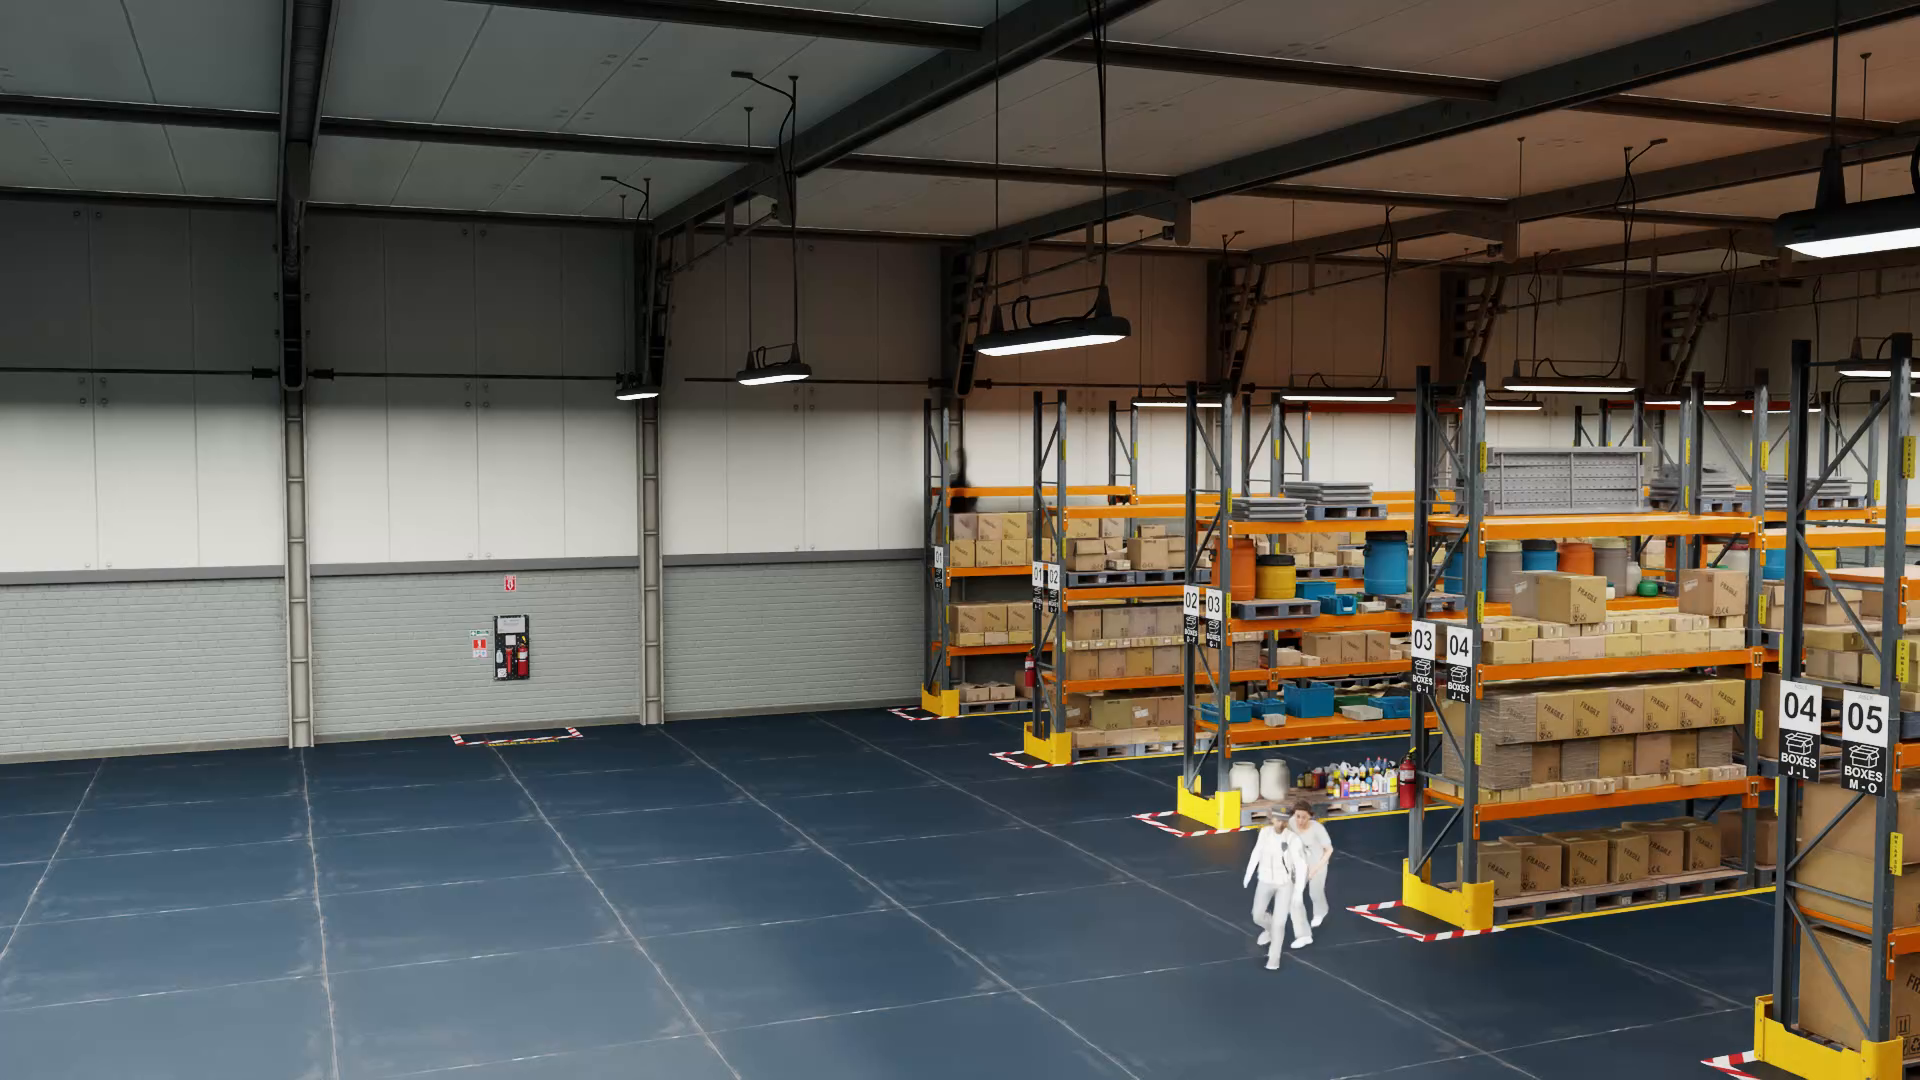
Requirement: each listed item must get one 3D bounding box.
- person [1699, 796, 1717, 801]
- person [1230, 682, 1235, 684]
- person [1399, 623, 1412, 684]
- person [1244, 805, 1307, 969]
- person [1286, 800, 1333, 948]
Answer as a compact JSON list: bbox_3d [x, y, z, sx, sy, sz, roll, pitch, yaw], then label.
[{"bbox_3d":[10.609,2.960,23.815,0.698,1.597,0.559,-1,4,-18],"label":"person"},{"bbox_3d":[5.010,2.420,31.593,0.811,1.729,0.650,-2,4,-27],"label":"person"},{"bbox_3d":[8.968,2.362,32.670,0.711,1.785,0.669,-1,4,-20],"label":"person"},{"bbox_3d":[3.160,3.376,16.519,0.674,1.618,0.703,2,4,28],"label":"person"},{"bbox_3d":[3.655,3.374,17.230,0.578,1.514,1.060,2,4,33],"label":"person"}]
